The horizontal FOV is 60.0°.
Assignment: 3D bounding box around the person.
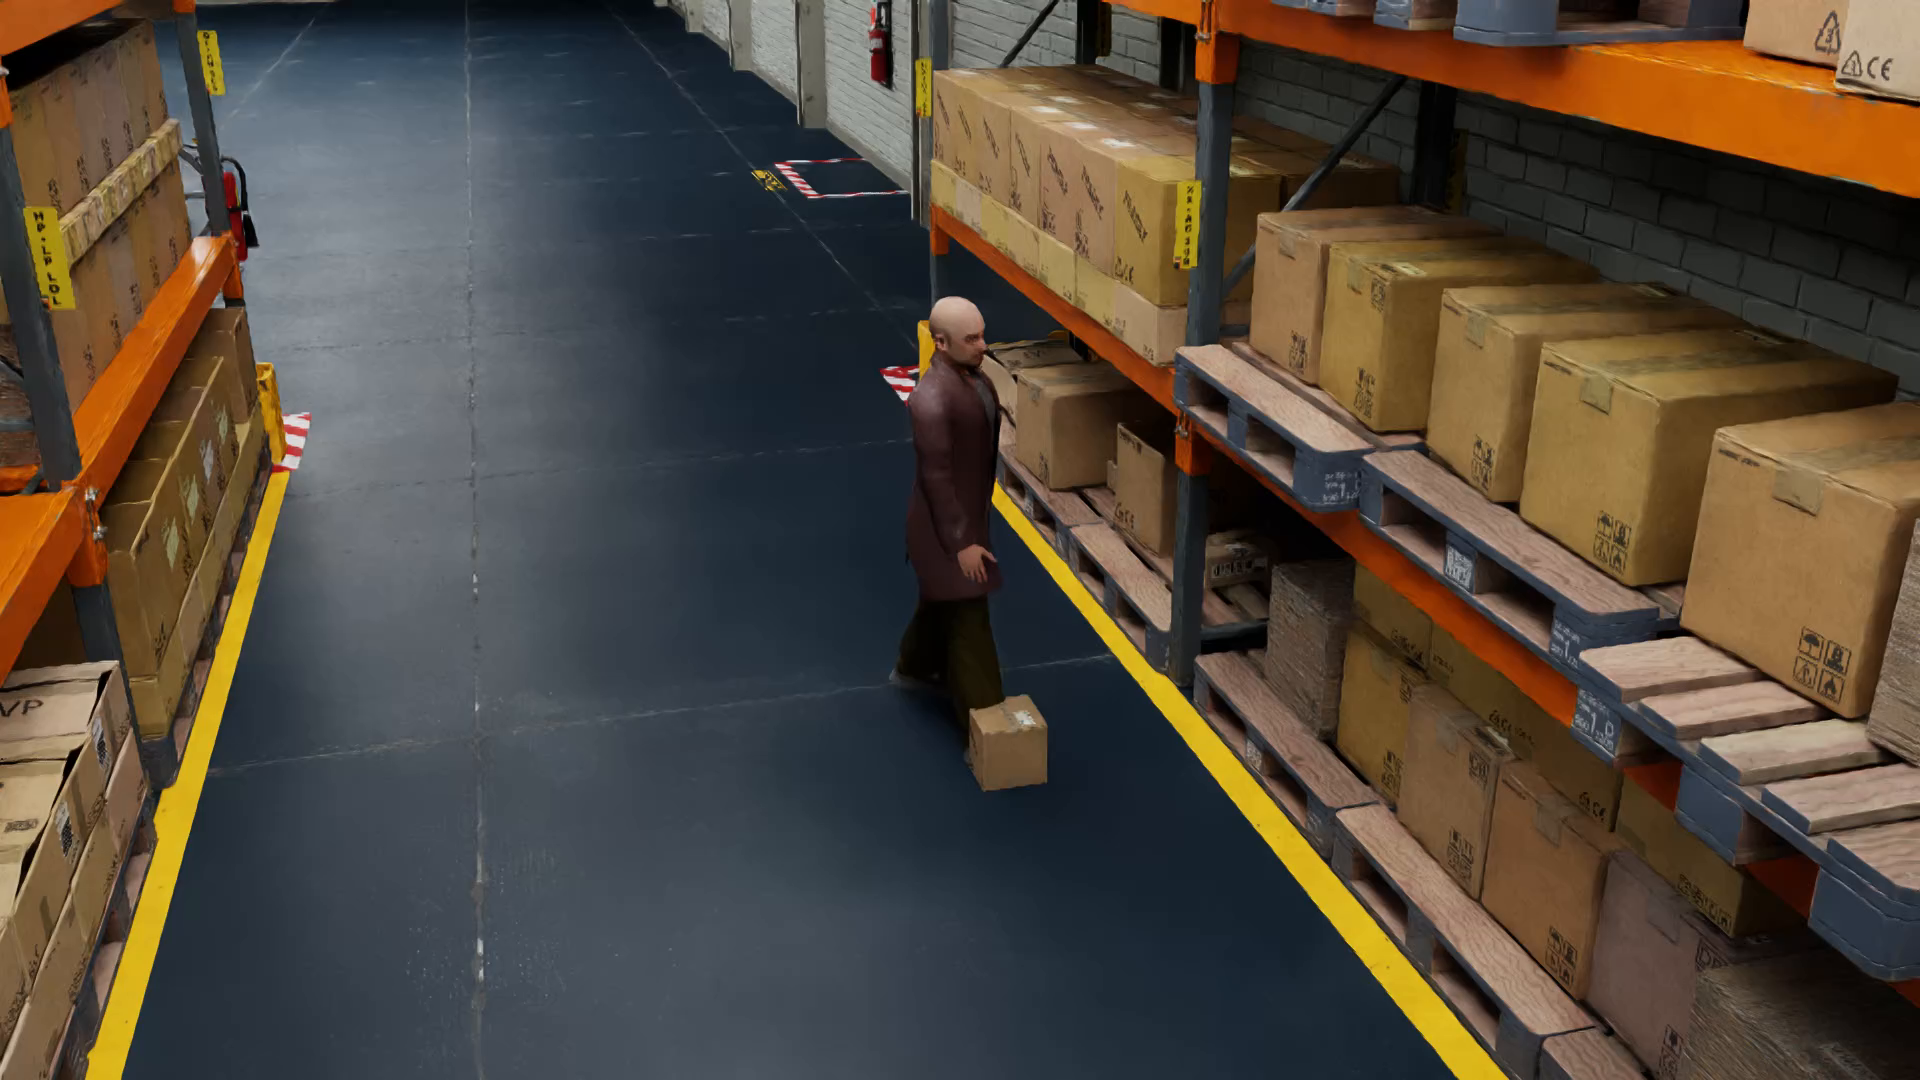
[{"bbox_3d":[-0.009,-0.069,6.294,0.652,1.784,0.670,4,23,9],"label":"person"}]
